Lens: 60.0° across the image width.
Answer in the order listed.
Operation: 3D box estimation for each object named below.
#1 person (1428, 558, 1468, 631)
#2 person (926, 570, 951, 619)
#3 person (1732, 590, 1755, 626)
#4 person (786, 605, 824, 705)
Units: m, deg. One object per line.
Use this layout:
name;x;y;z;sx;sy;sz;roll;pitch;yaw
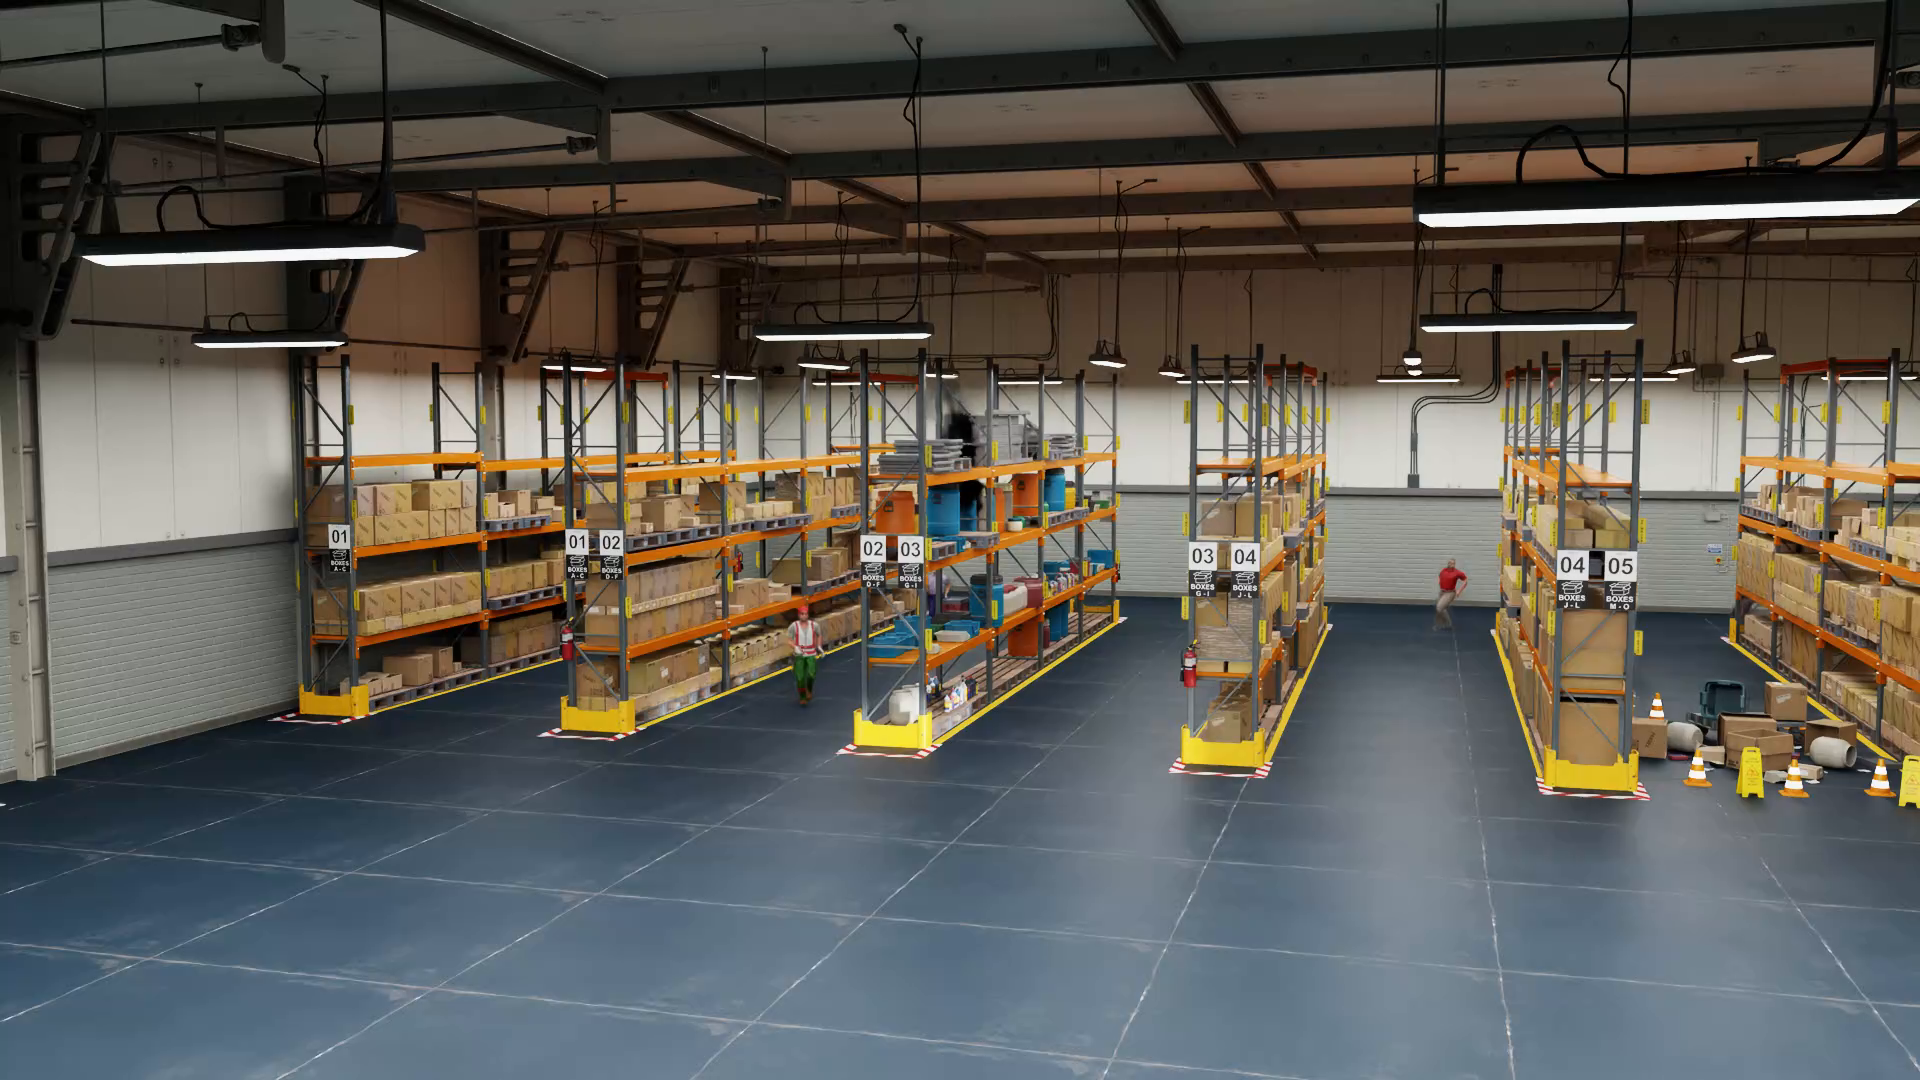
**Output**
person;11.299;1.288;38.617;0.721;1.733;0.656;-2;5;-23
person;-0.550;1.356;37.987;0.600;1.608;0.538;1;4;12
person;17.923;1.320;37.947;0.574;1.673;0.653;0;4;4
person;-2.647;1.988;28.555;0.661;1.735;0.642;-1;4;-12
